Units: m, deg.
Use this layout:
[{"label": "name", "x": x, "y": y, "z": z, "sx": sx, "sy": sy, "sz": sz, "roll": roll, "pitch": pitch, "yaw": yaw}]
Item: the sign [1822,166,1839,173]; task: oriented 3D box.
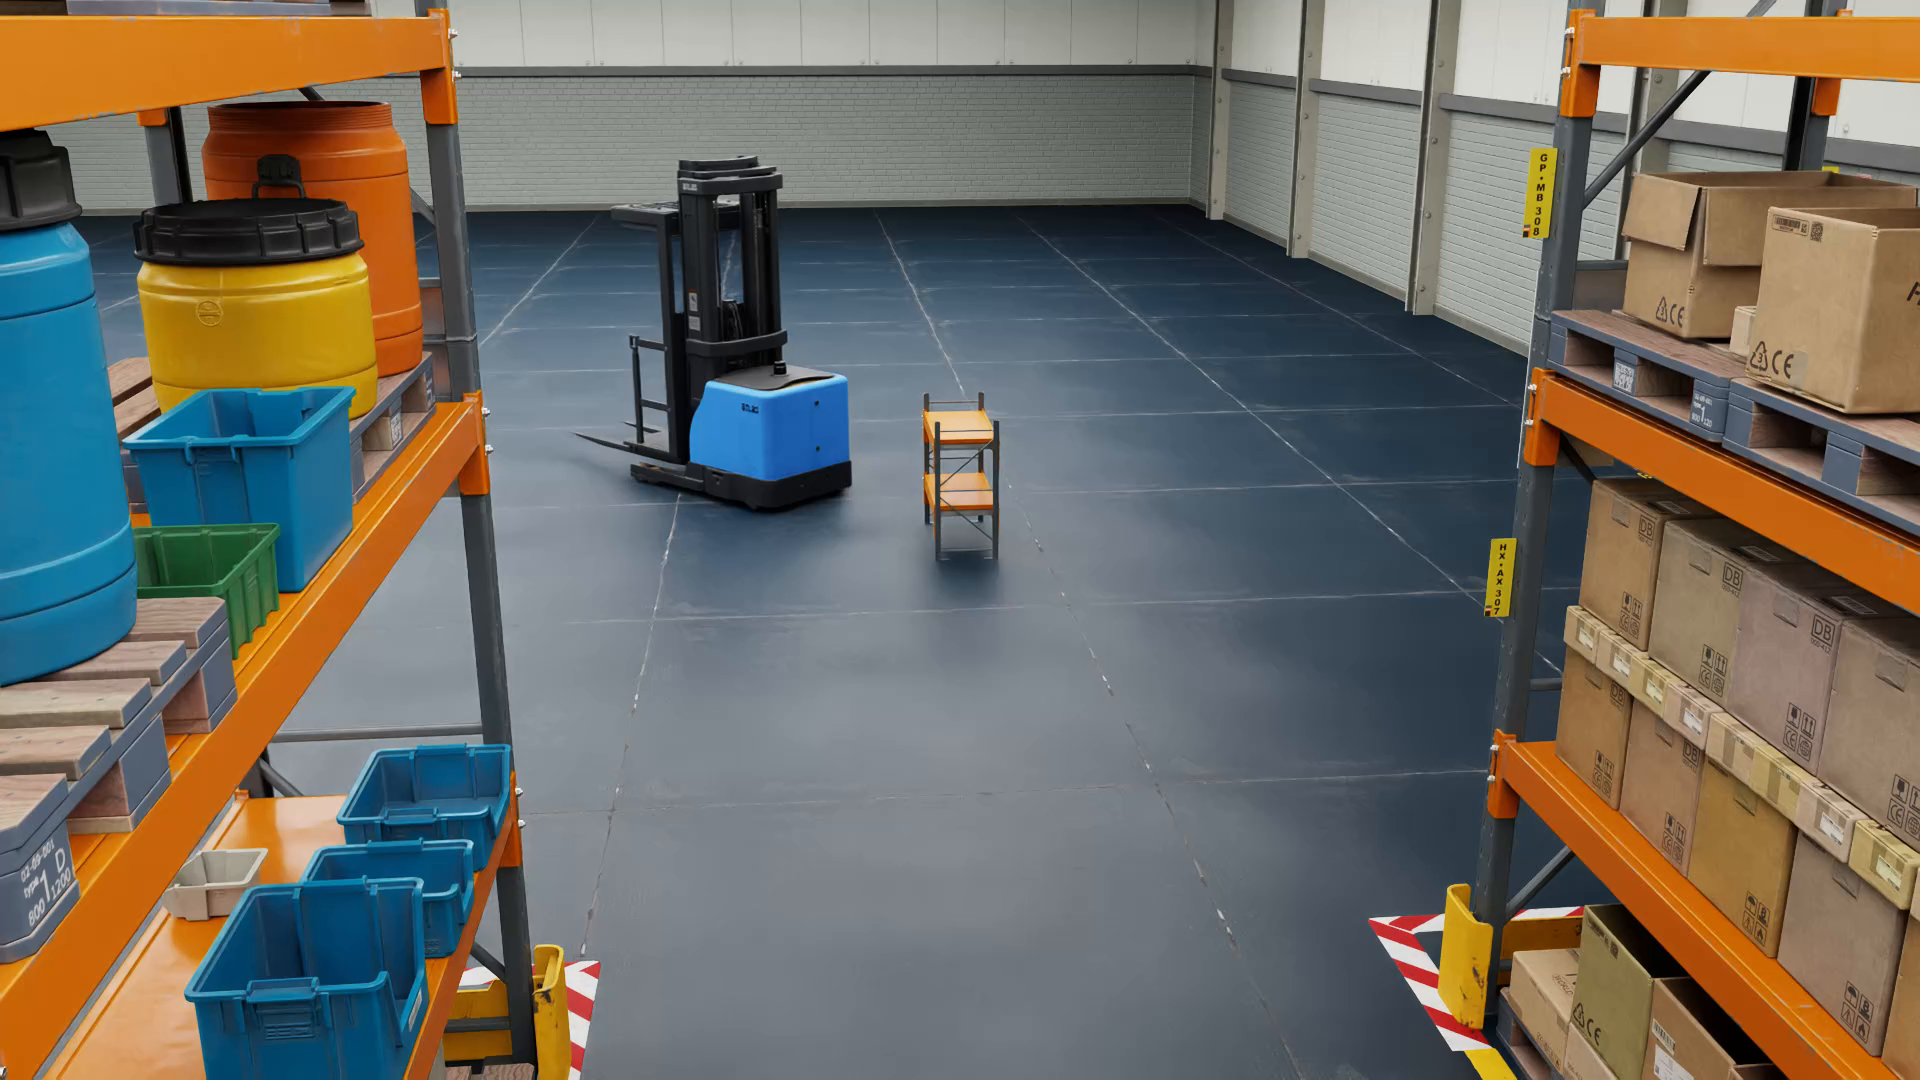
[{"label": "sign", "x": 3.242, "y": -1.242, "z": 6.272, "sx": 0.100, "sy": 0.325, "sz": 0.005, "roll": -2, "pitch": 18, "yaw": -6}]

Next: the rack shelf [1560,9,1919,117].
[{"label": "rack shelf", "x": 2.907, "y": -1.146, "z": 4.173, "sx": 1.077, "sy": 0.370, "sz": 4.000, "roll": -2, "pitch": 18, "yaw": -6}]

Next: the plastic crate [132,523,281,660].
[{"label": "plastic crate", "x": -1.706, "y": 0.121, "z": 3.629, "sx": 0.336, "sy": 0.188, "sz": 0.450, "roll": -2, "pitch": 18, "yaw": -6}]

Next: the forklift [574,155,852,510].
[{"label": "forklift", "x": -2.418, "y": -2.010, "z": 15.185, "sx": 3.031, "sy": 2.935, "sz": 1.130, "roll": 15, "pitch": 23, "yaw": 39}]

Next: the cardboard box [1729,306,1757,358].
[{"label": "cardboard box", "x": 2.647, "y": -0.636, "z": 5.172, "sx": 0.380, "sy": 0.149, "sz": 0.250, "roll": -2, "pitch": 18, "yaw": -6}]

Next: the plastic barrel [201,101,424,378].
[{"label": "plastic barrel", "x": -2.050, "y": -0.957, "z": 5.293, "sx": 0.600, "sy": 0.830, "sz": 0.708, "roll": -2, "pitch": 18, "yaw": -6}]

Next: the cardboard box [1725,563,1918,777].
[{"label": "cardboard box", "x": 2.854, "y": 0.382, "z": 5.121, "sx": 0.700, "sy": 0.500, "sz": 0.500, "roll": -2, "pitch": 18, "yaw": -5}]

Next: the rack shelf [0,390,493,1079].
[{"label": "rack shelf", "x": -2.020, "y": 0.246, "z": 4.078, "sx": 1.077, "sy": 0.370, "sz": 4.000, "roll": -2, "pitch": 18, "yaw": -6}]

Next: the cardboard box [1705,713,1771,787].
[{"label": "cardboard box", "x": 2.635, "y": 0.660, "z": 5.317, "sx": 0.380, "sy": 0.149, "sz": 0.250, "roll": -2, "pitch": 18, "yaw": -7}]

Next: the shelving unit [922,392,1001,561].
[{"label": "shelving unit", "x": 0.001, "y": -0.535, "z": 13.502, "sx": 0.538, "sy": 1.125, "sz": 1.048, "roll": -2, "pitch": 18, "yaw": -6}]

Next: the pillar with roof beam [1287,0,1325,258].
[{"label": "pillar with roof beam", "x": 1.803, "y": -9.266, "z": 28.167, "sx": 9.100, "sy": 9.000, "sz": 0.400, "roll": -2, "pitch": 18, "yaw": -6}]

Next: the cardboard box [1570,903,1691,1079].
[{"label": "cardboard box", "x": 2.588, "y": 1.656, "z": 6.033, "sx": 0.500, "sy": 0.500, "sz": 0.500, "roll": -2, "pitch": 18, "yaw": -6}]

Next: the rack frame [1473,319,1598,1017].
[{"label": "rack frame", "x": 2.701, "y": 0.586, "z": 6.802, "sx": 1.000, "sy": 3.000, "sz": 0.127, "roll": -2, "pitch": 18, "yaw": -6}]

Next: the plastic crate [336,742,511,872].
[{"label": "plastic crate", "x": -1.877, "y": 0.949, "z": 5.895, "sx": 0.499, "sy": 0.251, "sz": 0.616, "roll": -2, "pitch": 18, "yaw": -6}]

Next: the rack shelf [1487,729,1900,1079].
[{"label": "rack shelf", "x": 2.907, "y": 1.525, "z": 5.012, "sx": 1.077, "sy": 0.370, "sz": 4.000, "roll": -2, "pitch": 18, "yaw": -6}]

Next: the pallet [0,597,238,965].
[{"label": "pallet", "x": -1.986, "y": 0.377, "z": 2.776, "sx": 1.213, "sy": 0.211, "sz": 1.003, "roll": -2, "pitch": 18, "yaw": -6}]

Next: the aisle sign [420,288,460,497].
[{"label": "aisle sign", "x": -1.939, "y": -0.533, "z": 6.026, "sx": 0.394, "sy": 0.787, "sz": 0.004, "roll": -2, "pitch": 18, "yaw": -6}]

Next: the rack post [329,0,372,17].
[{"label": "rack post", "x": -2.275, "y": -1.656, "z": 4.764, "sx": 0.937, "sy": 0.300, "sz": 0.954, "roll": 0, "pitch": 17, "yaw": 0}]

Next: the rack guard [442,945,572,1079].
[{"label": "rack guard", "x": -2.172, "y": 1.952, "z": 6.625, "sx": 1.175, "sy": 0.500, "sz": 0.348, "roll": -2, "pitch": 18, "yaw": -6}]

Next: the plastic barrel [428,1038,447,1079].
[{"label": "plastic barrel", "x": -2.083, "y": 1.919, "z": 6.011, "sx": 0.421, "sy": 0.512, "sz": 0.421, "roll": 0, "pitch": 17, "yaw": 0}]

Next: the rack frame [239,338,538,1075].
[{"label": "rack frame", "x": -2.227, "y": 0.738, "z": 6.318, "sx": 1.000, "sy": 3.000, "sz": 0.127, "roll": -2, "pitch": 18, "yaw": -6}]

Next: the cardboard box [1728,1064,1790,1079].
[{"label": "cardboard box", "x": 2.687, "y": 1.954, "z": 5.084, "sx": 0.500, "sy": 0.500, "sz": 0.500, "roll": -2, "pitch": 18, "yaw": -6}]

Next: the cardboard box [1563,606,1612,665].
[{"label": "cardboard box", "x": 2.527, "y": 0.353, "z": 6.296, "sx": 0.380, "sy": 0.149, "sz": 0.250, "roll": -2, "pitch": 18, "yaw": -6}]

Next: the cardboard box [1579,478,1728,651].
[{"label": "cardboard box", "x": 2.741, "y": 0.075, "z": 6.098, "sx": 0.700, "sy": 0.500, "sz": 0.500, "roll": -2, "pitch": 18, "yaw": -5}]

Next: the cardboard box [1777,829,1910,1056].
[{"label": "cardboard box", "x": 2.898, "y": 1.139, "z": 4.874, "sx": 0.700, "sy": 0.500, "sz": 0.500, "roll": -1, "pitch": 17, "yaw": -4}]

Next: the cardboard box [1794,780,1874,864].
[{"label": "cardboard box", "x": 2.685, "y": 0.811, "z": 4.837, "sx": 0.380, "sy": 0.149, "sz": 0.250, "roll": -2, "pitch": 18, "yaw": -5}]

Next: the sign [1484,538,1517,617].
[{"label": "sign", "x": 2.148, "y": 0.151, "z": 6.611, "sx": 0.100, "sy": 0.325, "sz": 0.005, "roll": -2, "pitch": 18, "yaw": -6}]

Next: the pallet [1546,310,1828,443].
[{"label": "pallet", "x": 2.748, "y": -0.591, "z": 5.692, "sx": 1.003, "sy": 0.211, "sz": 1.213, "roll": -2, "pitch": 18, "yaw": -6}]

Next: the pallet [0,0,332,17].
[{"label": "pallet", "x": -2.056, "y": -1.260, "z": 3.652, "sx": 1.003, "sy": 0.211, "sz": 1.213, "roll": -2, "pitch": 18, "yaw": -6}]

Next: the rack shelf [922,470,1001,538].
[{"label": "rack shelf", "x": 0.001, "y": -0.301, "z": 13.575, "sx": 0.538, "sy": 0.278, "sz": 1.000, "roll": -2, "pitch": 18, "yaw": -6}]

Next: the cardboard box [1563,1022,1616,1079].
[{"label": "cardboard box", "x": 2.590, "y": 2.013, "z": 6.146, "sx": 0.500, "sy": 0.250, "sz": 0.500, "roll": -2, "pitch": 18, "yaw": -6}]

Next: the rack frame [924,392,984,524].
[{"label": "rack frame", "x": -0.052, "y": -0.686, "z": 13.985, "sx": 0.500, "sy": 1.125, "sz": 0.032, "roll": -2, "pitch": 18, "yaw": -6}]

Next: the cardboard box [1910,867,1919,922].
[{"label": "cardboard box", "x": 2.743, "y": 0.968, "z": 4.336, "sx": 0.380, "sy": 0.149, "sz": 0.250, "roll": -1, "pitch": 17, "yaw": -4}]

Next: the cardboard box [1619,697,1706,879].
[{"label": "cardboard box", "x": 2.795, "y": 0.834, "z": 5.845, "sx": 0.700, "sy": 0.500, "sz": 0.500, "roll": -1, "pitch": 17, "yaw": -4}]

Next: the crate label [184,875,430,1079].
[{"label": "crate label", "x": -1.768, "y": 1.261, "z": 4.593, "sx": 0.502, "sy": 0.435, "sz": 0.616, "roll": -2, "pitch": 18, "yaw": -6}]

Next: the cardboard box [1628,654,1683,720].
[{"label": "cardboard box", "x": 2.581, "y": 0.506, "z": 5.809, "sx": 0.380, "sy": 0.149, "sz": 0.250, "roll": -2, "pitch": 18, "yaw": -5}]

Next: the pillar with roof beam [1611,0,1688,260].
[{"label": "pillar with roof beam", "x": 3.040, "y": -5.691, "z": 16.779, "sx": 9.100, "sy": 9.000, "sz": 0.400, "roll": -2, "pitch": 18, "yaw": -6}]
